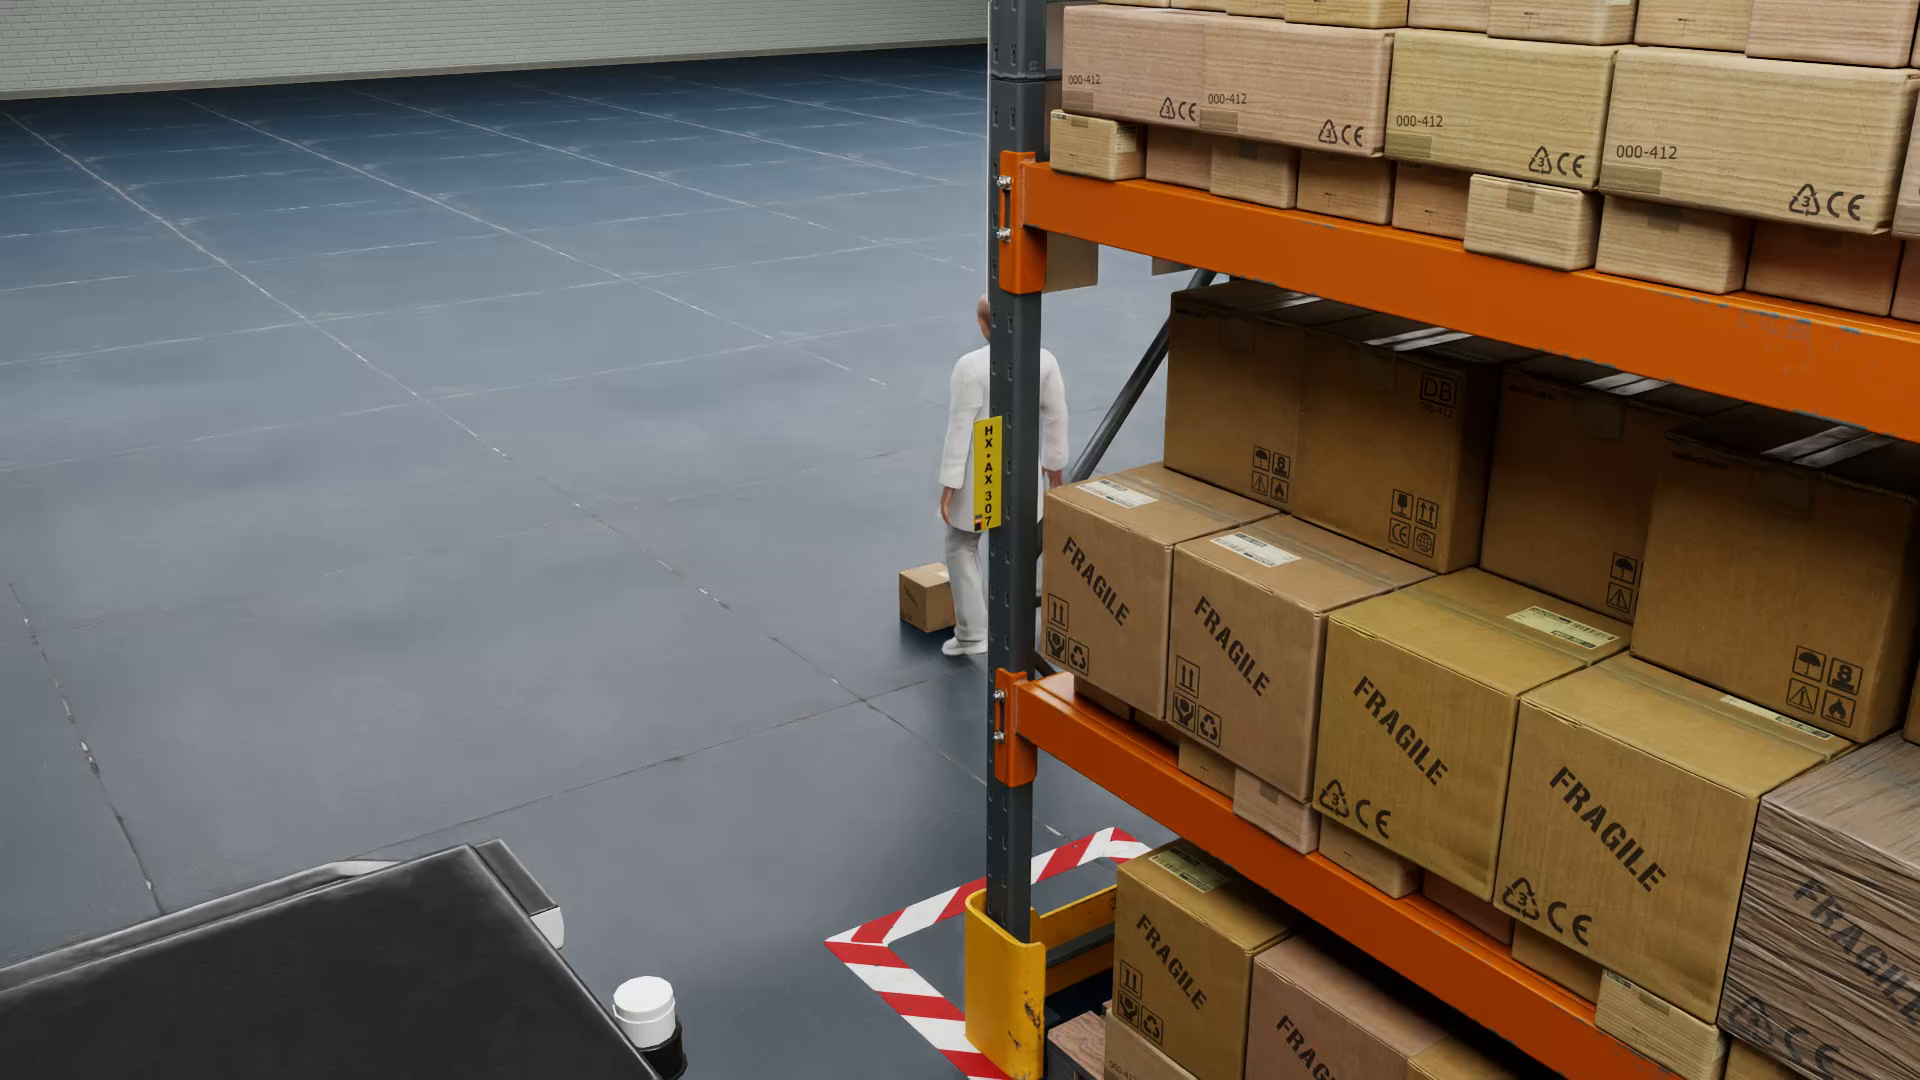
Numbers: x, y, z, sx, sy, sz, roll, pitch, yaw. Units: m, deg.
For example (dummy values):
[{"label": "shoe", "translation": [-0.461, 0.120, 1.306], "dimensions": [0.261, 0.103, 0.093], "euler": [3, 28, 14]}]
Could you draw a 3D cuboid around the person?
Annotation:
[{"label": "person", "translation": [0.176, -0.290, 7.834], "dimensions": [0.707, 1.803, 0.442], "euler": [-8, 23, -20]}]
